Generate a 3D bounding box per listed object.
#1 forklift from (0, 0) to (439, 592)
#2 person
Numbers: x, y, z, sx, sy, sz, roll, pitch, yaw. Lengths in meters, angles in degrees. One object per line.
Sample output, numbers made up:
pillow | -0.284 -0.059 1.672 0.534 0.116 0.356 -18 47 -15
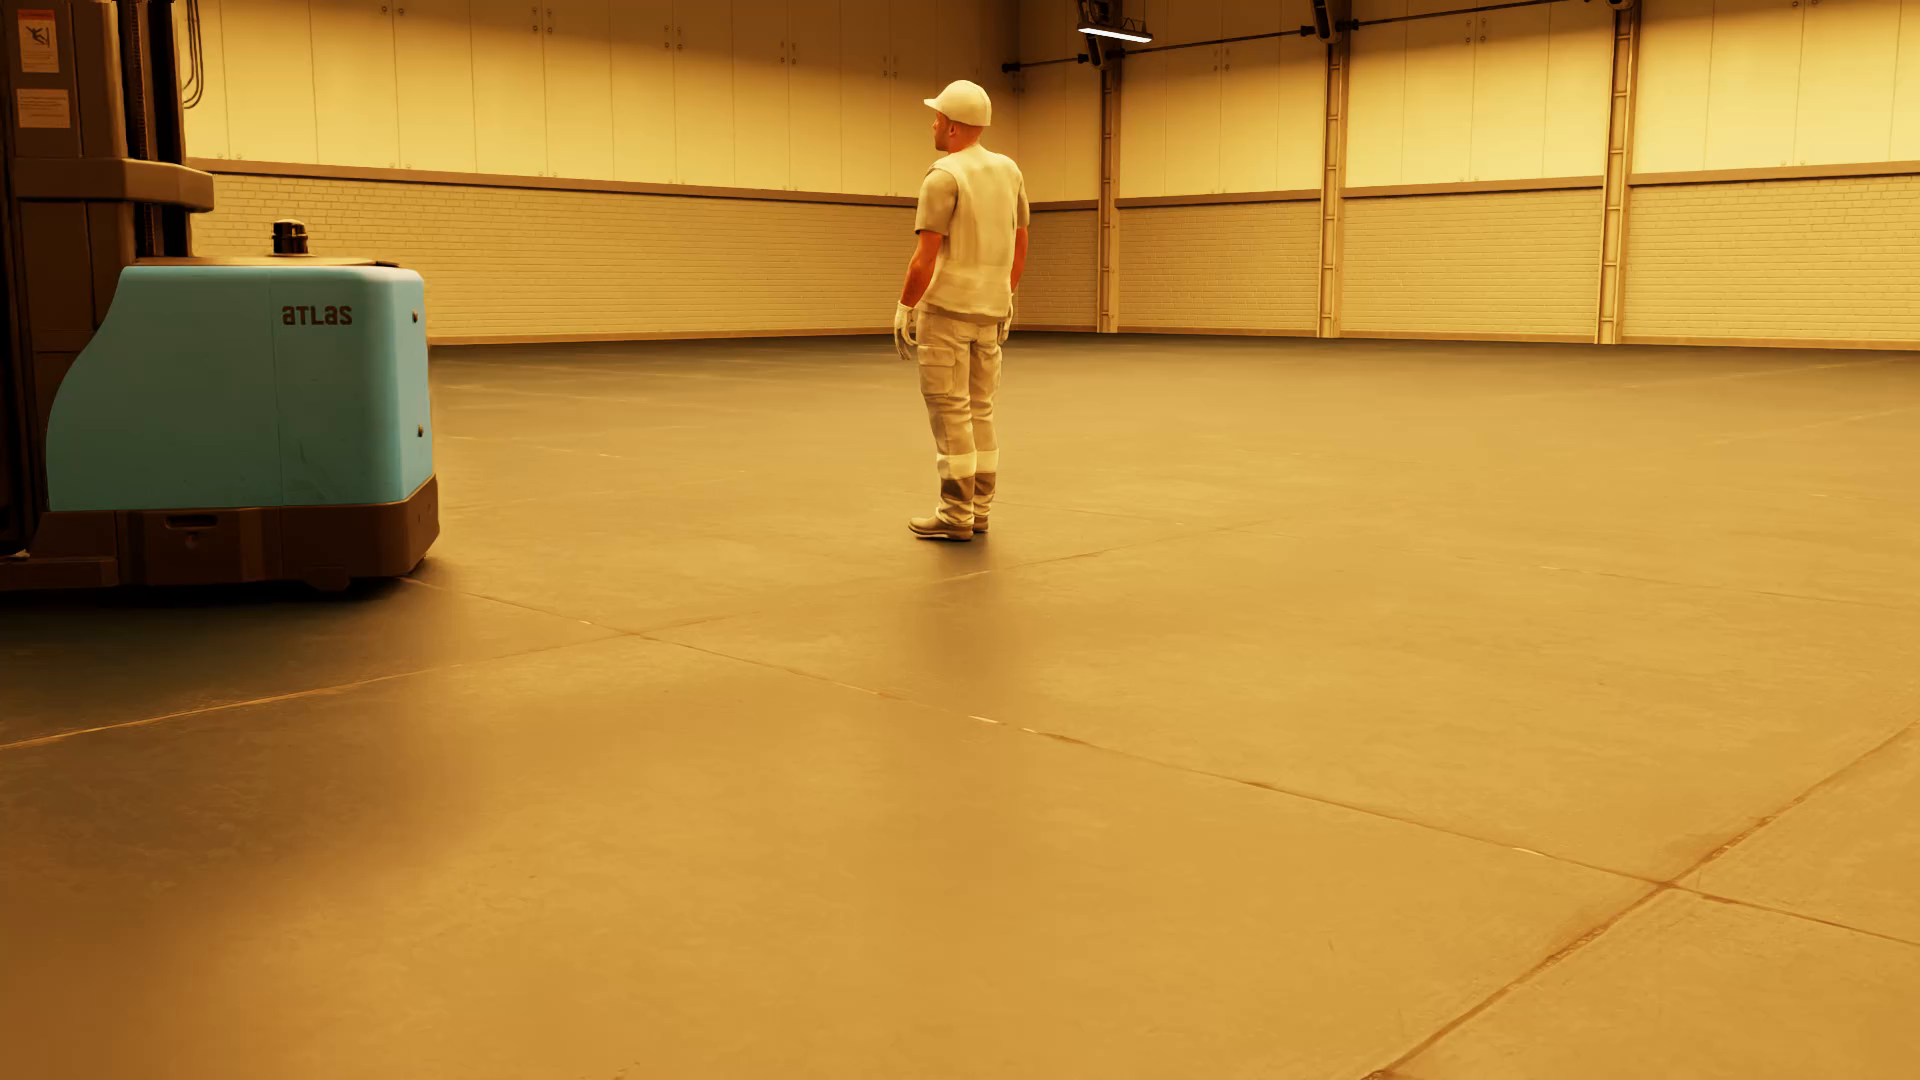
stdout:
forklift | -3.397 -1.292 5.453 3.031 2.935 1.130 -2 9 -11
person | -0.049 -0.902 6.647 0.564 1.787 0.637 8 12 43
